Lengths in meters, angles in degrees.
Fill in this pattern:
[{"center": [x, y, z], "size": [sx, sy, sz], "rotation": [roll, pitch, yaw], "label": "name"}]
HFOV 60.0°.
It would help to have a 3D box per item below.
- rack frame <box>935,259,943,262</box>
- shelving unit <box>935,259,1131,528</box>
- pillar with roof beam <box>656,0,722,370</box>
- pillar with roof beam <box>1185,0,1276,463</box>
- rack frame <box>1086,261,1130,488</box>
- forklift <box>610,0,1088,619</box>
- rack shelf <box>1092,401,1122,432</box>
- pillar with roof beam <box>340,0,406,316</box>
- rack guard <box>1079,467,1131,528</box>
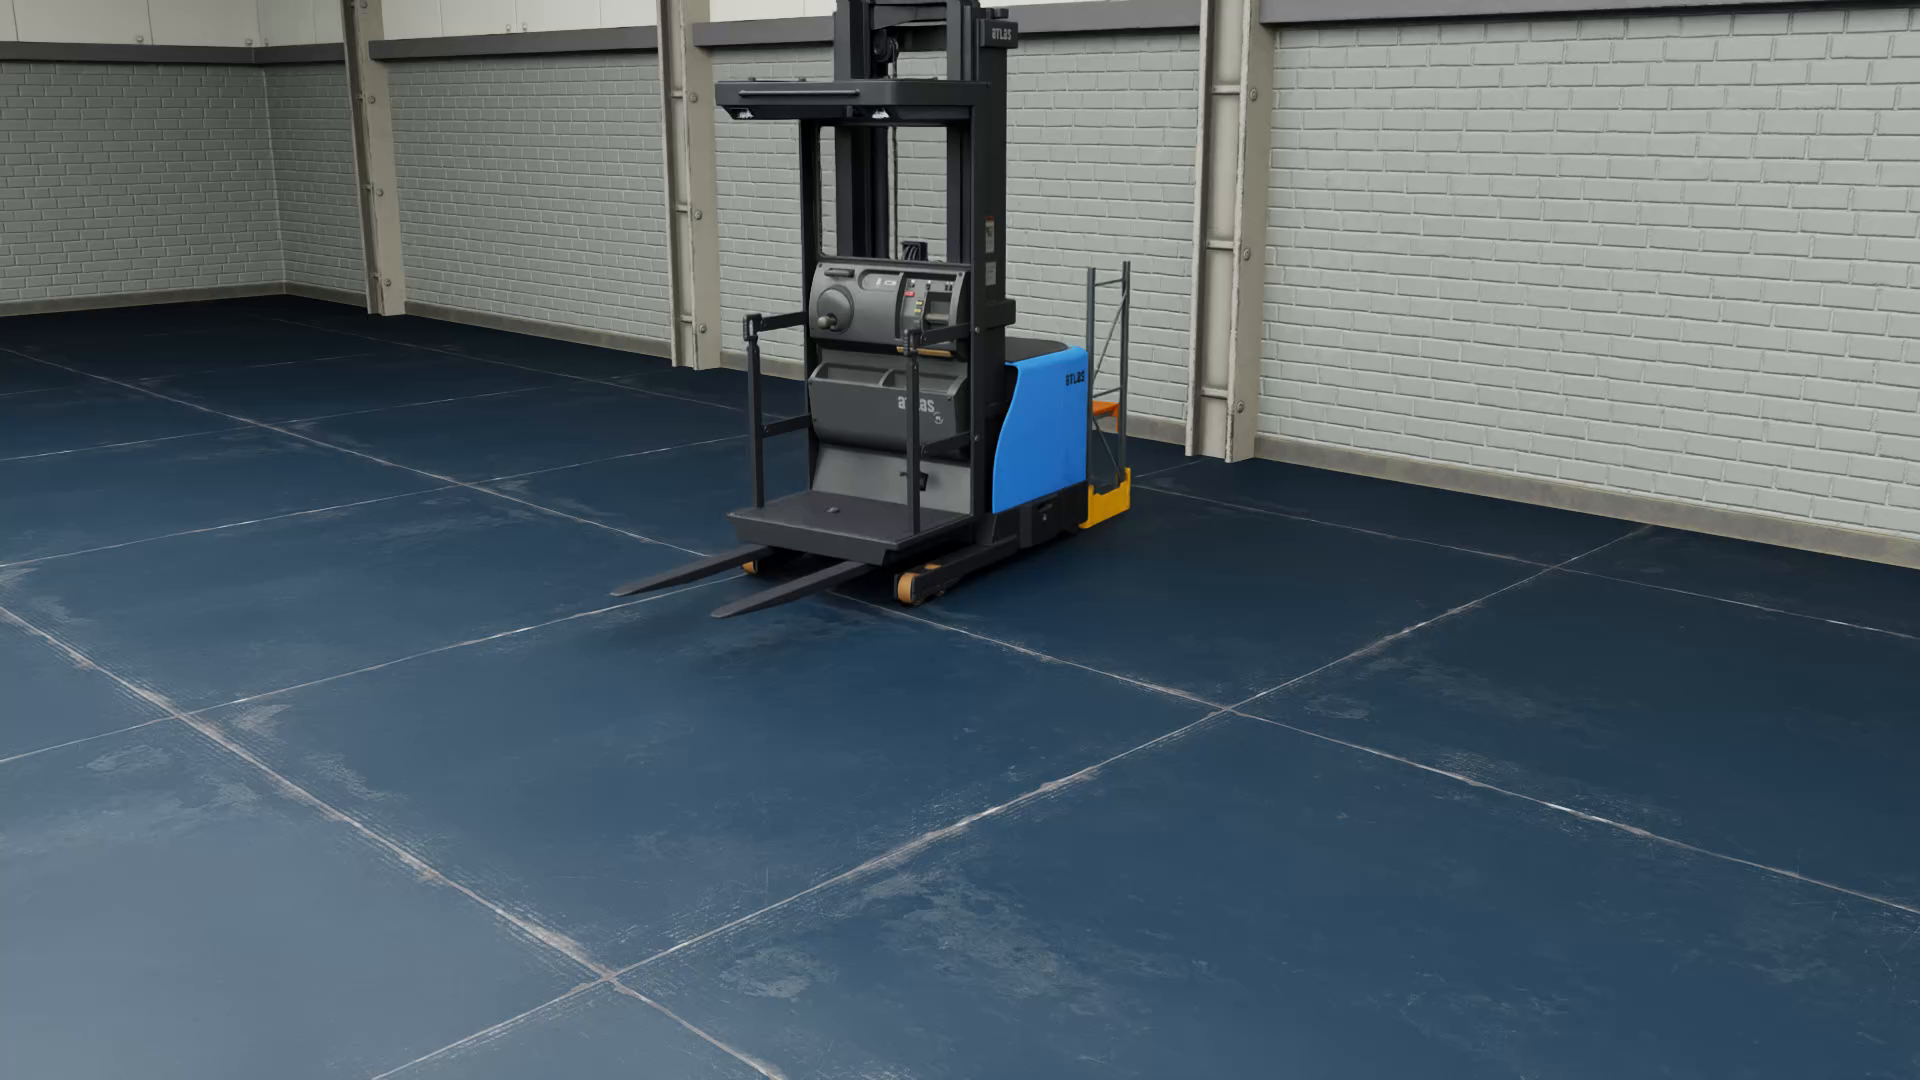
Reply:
[{"center": [-0.009, -0.996, 10.279], "size": [0.032, 1.500, 0.500], "rotation": [9, 17, 30], "label": "rack frame"}, {"center": [0.433, -0.928, 10.019], "size": [1.083, 1.500, 0.587], "rotation": [9, 17, 30], "label": "shelving unit"}, {"center": [-5.474, -5.217, 11.609], "size": [0.400, 9.000, 9.100], "rotation": [14, 20, 42], "label": "pillar with roof beam"}, {"center": [-1.154, -4.167, 7.579], "size": [0.400, 9.000, 9.100], "rotation": [14, 20, 42], "label": "pillar with roof beam"}, {"center": [0.860, -0.863, 9.768], "size": [0.032, 1.500, 0.500], "rotation": [9, 17, 30], "label": "rack frame"}, {"center": [-0.494, -1.229, 8.338], "size": [1.130, 2.935, 3.031], "rotation": [9, 17, 32], "label": "forklift"}, {"center": [0.426, -0.755, 10.069], "size": [1.000, 0.185, 0.538], "rotation": [9, 17, 30], "label": "rack shelf"}, {"center": [-9.793, -6.268, 15.639], "size": [0.400, 9.000, 9.100], "rotation": [14, 20, 42], "label": "pillar with roof beam"}, {"center": [0.859, -0.258, 9.926], "size": [0.087, 0.250, 0.587], "rotation": [9, 17, 30], "label": "rack guard"}]
